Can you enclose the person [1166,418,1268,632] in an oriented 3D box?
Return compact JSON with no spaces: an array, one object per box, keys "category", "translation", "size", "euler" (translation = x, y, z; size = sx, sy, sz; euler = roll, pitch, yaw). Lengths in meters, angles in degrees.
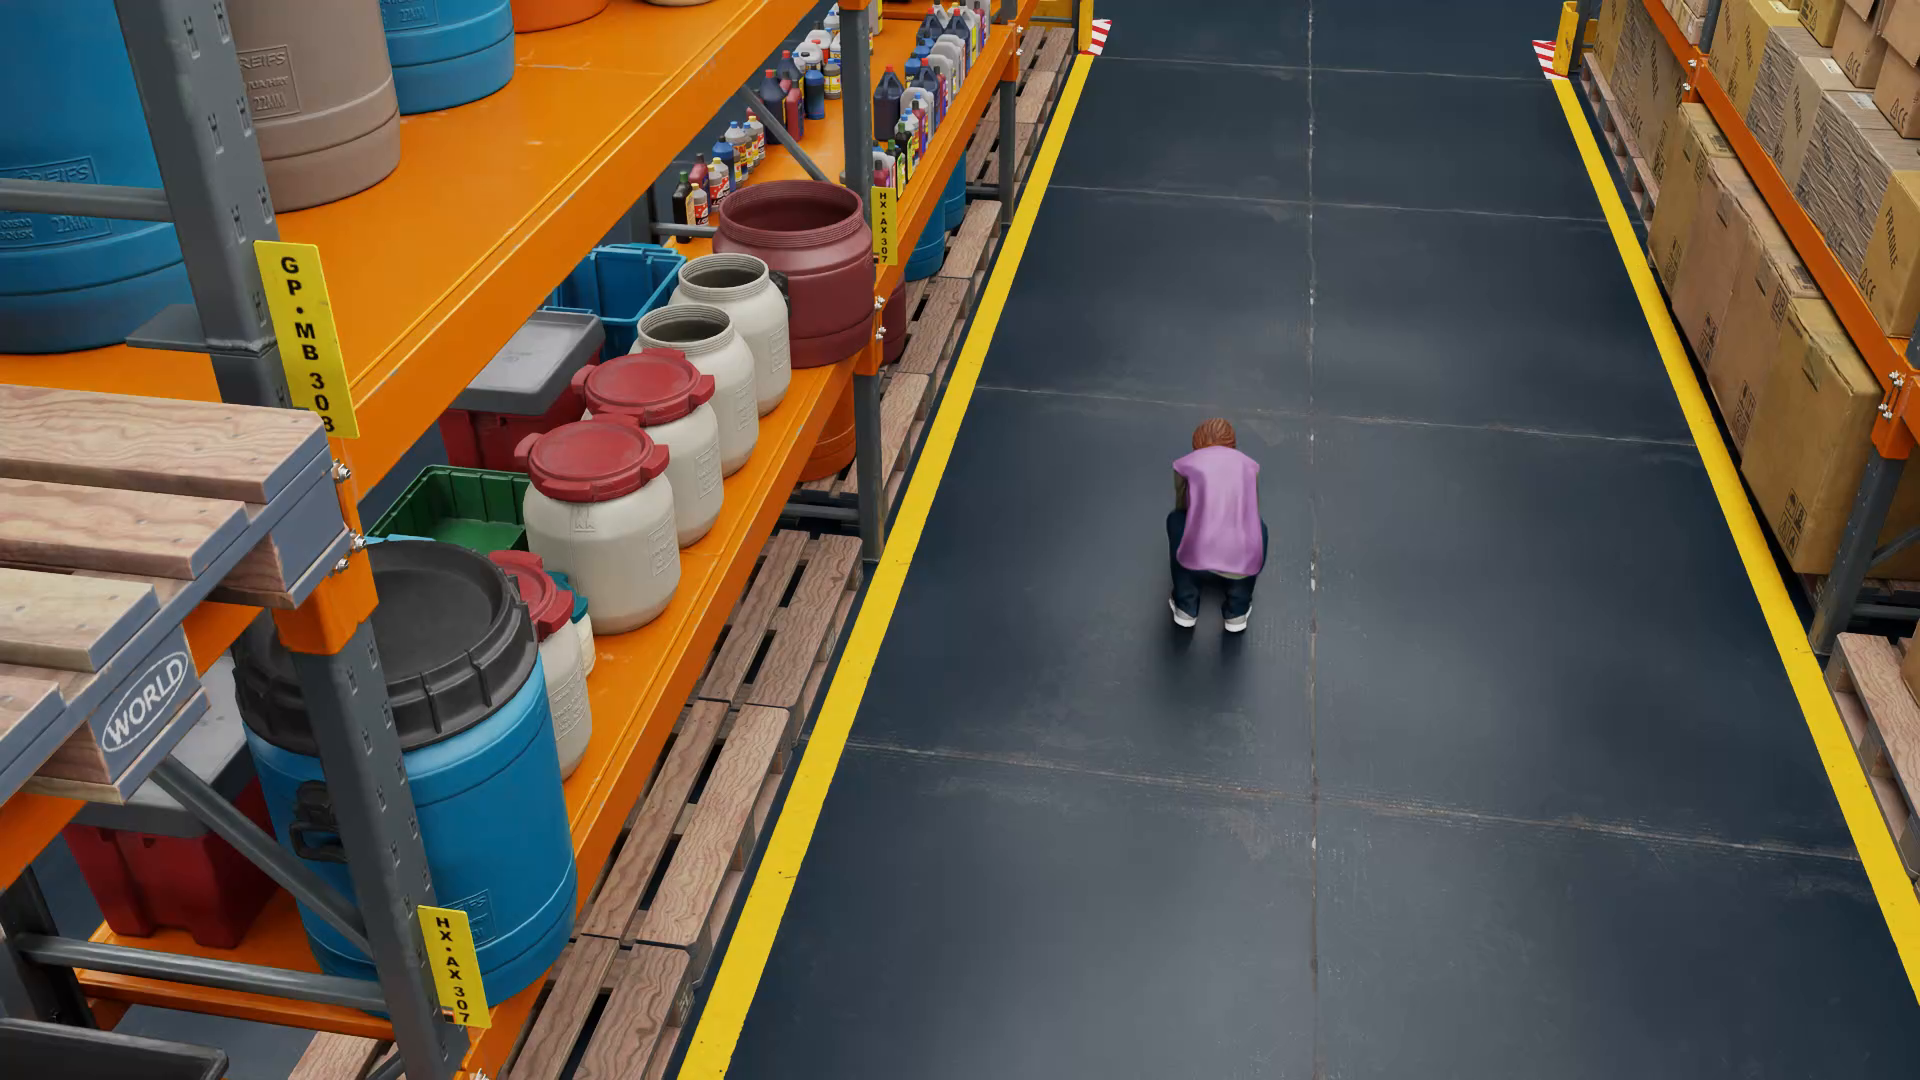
[{"category":"person","translation":[1.090,-0.024,7.075],"size":[0.430,0.745,0.843],"euler":[5,33,7]}]
